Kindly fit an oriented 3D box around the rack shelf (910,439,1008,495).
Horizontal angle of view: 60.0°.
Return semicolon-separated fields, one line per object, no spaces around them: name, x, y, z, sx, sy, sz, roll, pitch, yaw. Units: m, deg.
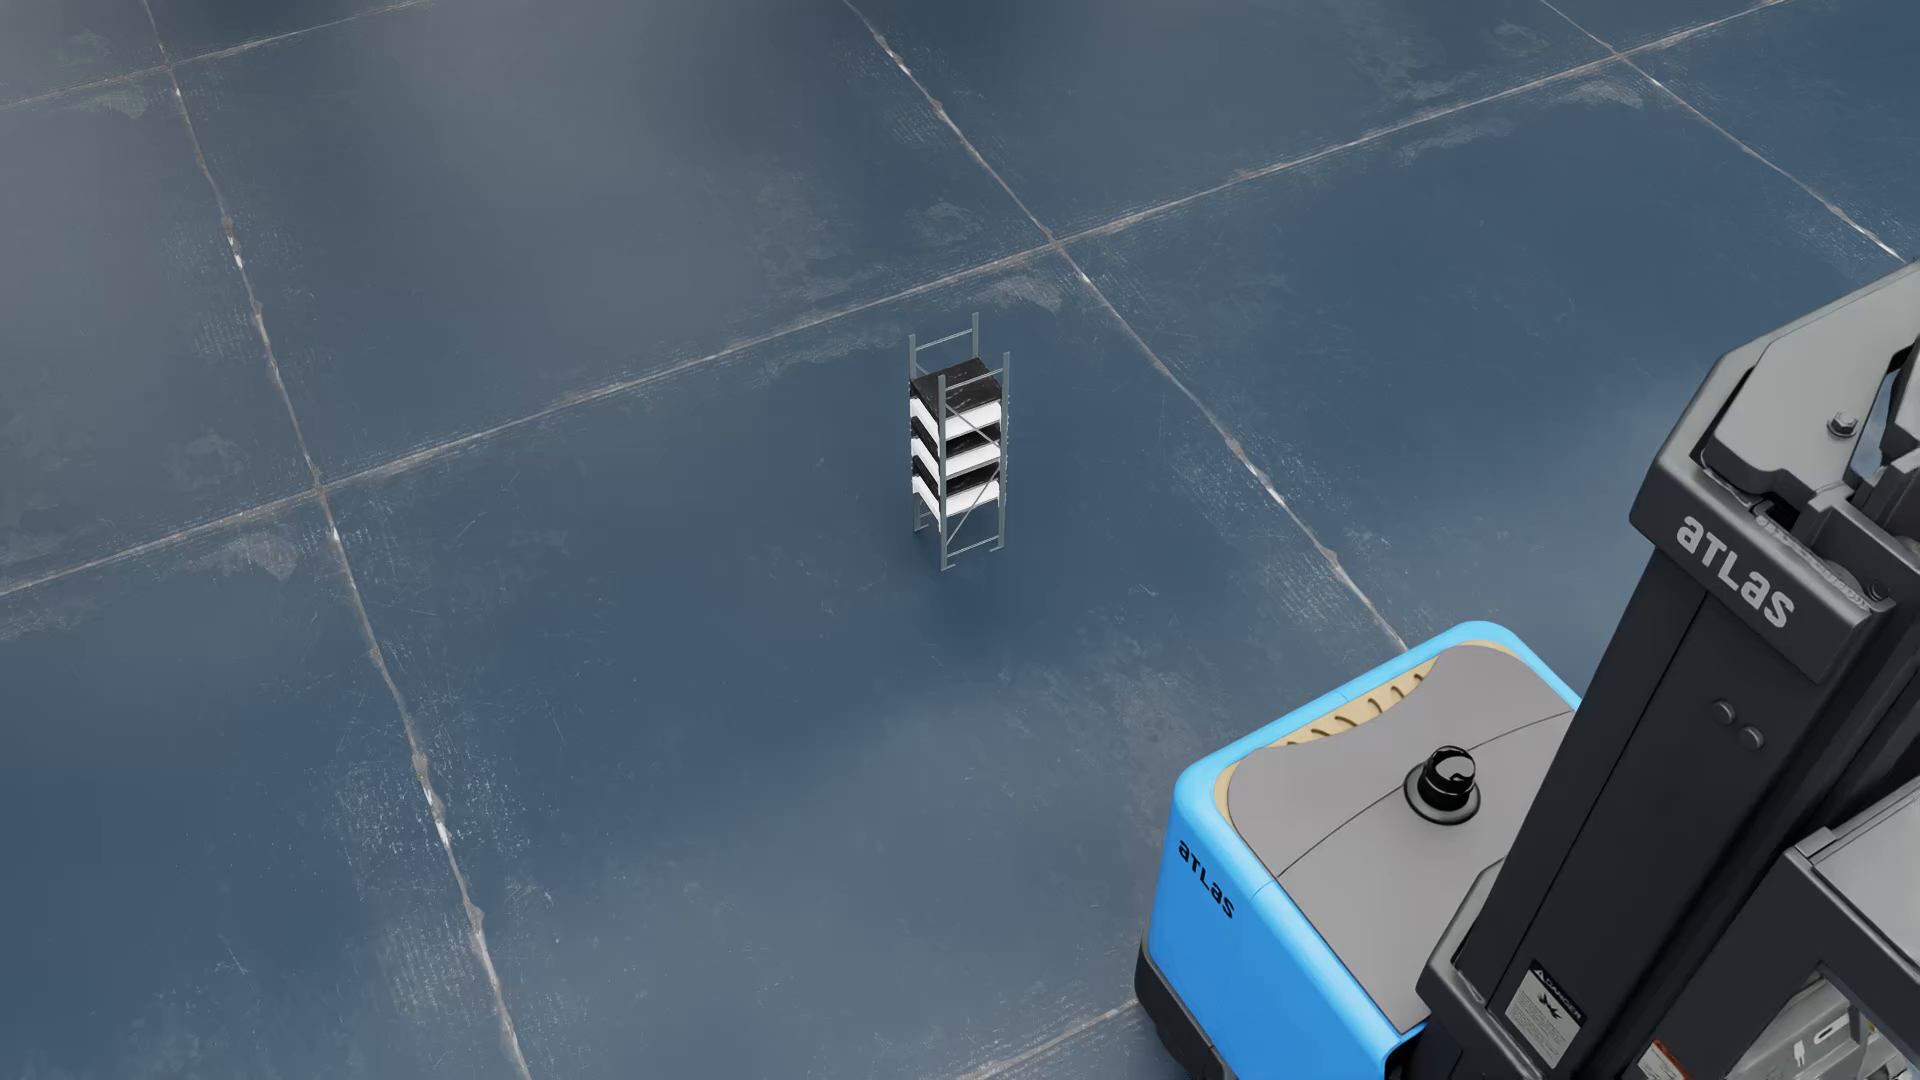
rack shelf;-0.004;-0.280;5.441;0.258;0.077;0.200;-21;52;-18

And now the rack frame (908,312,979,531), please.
rack frame;-0.050;-0.370;5.476;0.240;0.900;0.006;-21;52;-18

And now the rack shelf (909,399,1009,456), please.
rack shelf;-0.004;-0.398;5.306;0.258;0.077;0.200;-21;52;-18

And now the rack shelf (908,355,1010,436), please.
rack shelf;-0.004;-0.458;5.238;0.258;0.077;0.200;-21;52;-18

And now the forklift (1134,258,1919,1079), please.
forklift;1.661;1.062;2.874;1.130;2.935;3.031;-24;53;-20

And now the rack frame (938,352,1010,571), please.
rack frame;0.043;-0.234;5.357;0.240;0.900;0.006;-21;52;-18

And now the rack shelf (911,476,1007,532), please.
rack shelf;-0.004;-0.161;5.577;0.258;0.077;0.200;-21;52;-18

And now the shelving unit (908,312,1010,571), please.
shelving unit;-0.004;-0.302;5.416;0.258;0.900;0.210;-21;52;-18

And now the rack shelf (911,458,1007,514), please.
rack shelf;-0.004;-0.221;5.509;0.258;0.077;0.200;-21;52;-18

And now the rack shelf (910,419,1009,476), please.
rack shelf;-0.004;-0.339;5.373;0.258;0.077;0.200;-21;52;-18
